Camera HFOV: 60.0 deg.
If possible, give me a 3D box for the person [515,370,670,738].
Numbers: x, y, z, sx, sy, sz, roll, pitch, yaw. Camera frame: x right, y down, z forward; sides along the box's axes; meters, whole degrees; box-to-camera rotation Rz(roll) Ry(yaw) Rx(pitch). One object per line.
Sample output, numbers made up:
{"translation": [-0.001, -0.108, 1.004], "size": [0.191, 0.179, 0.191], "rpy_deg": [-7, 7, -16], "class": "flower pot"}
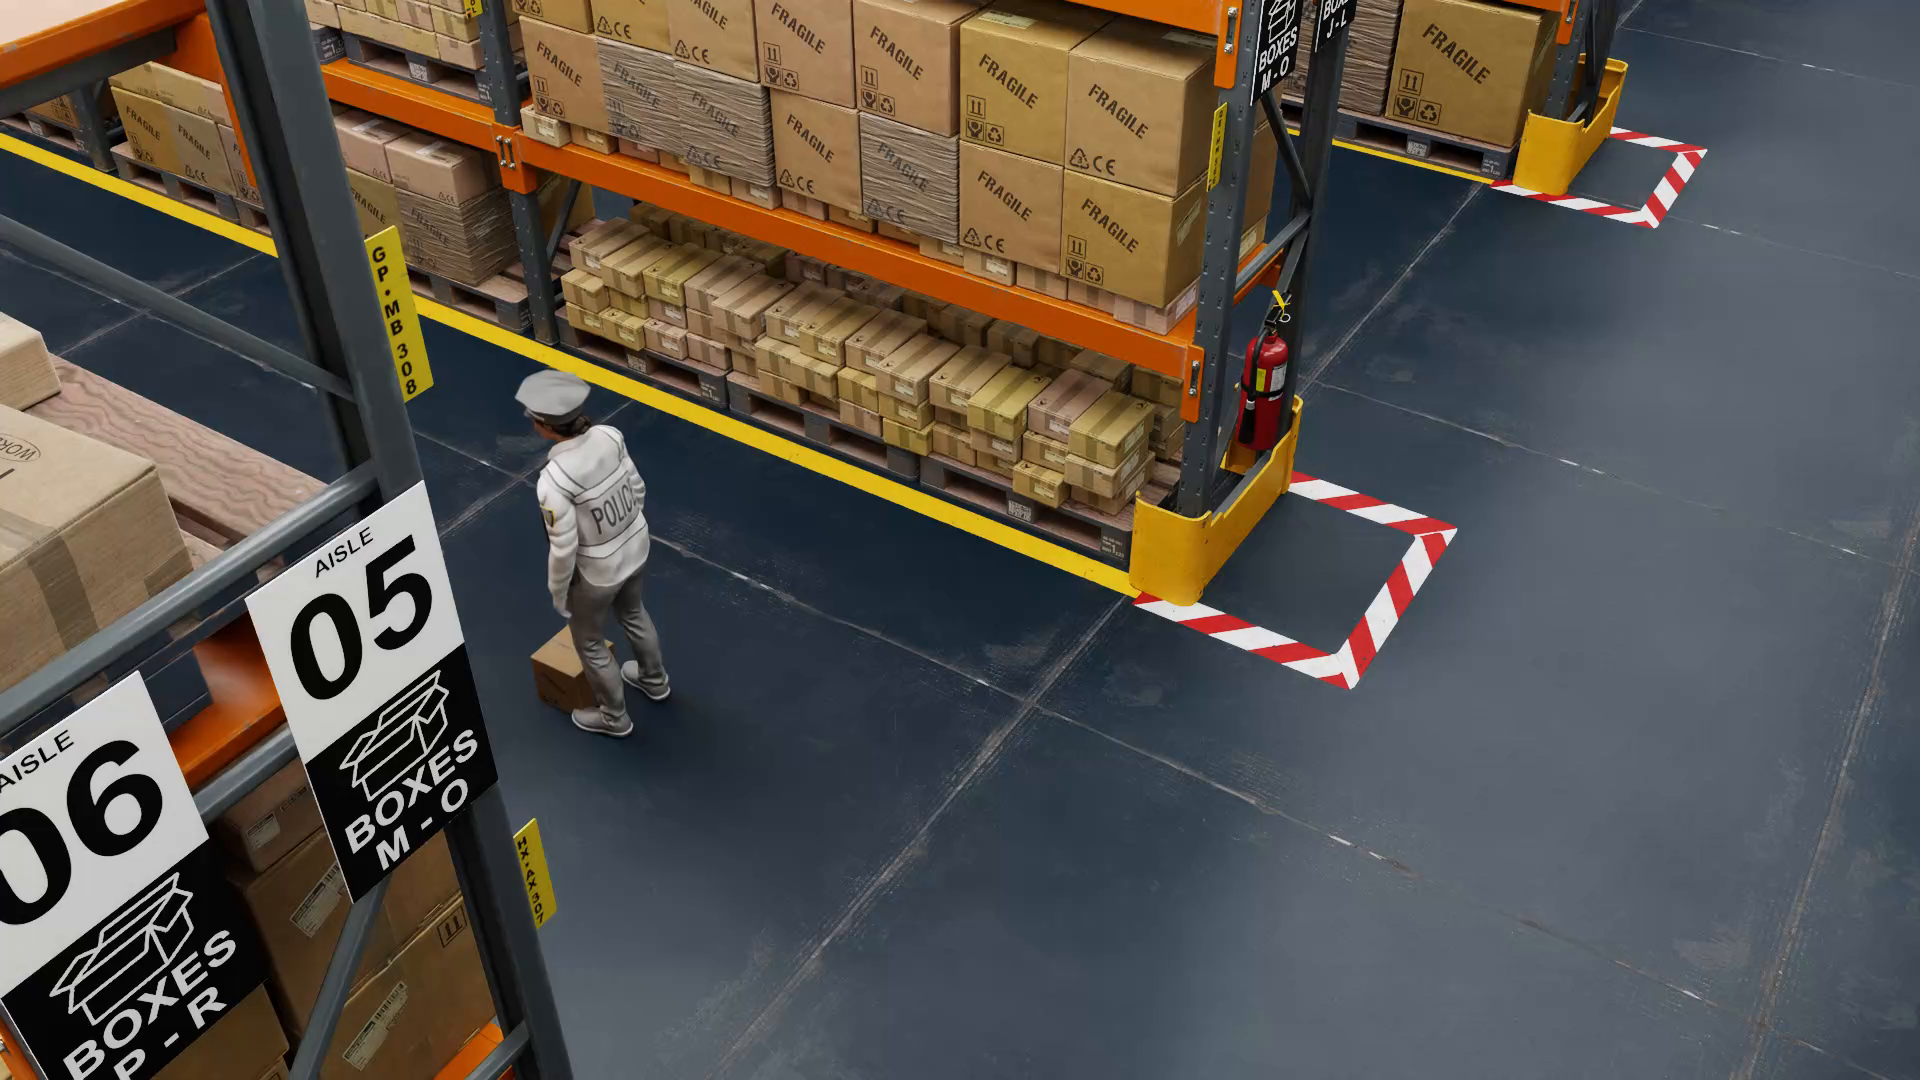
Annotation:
{"translation": [-1.430, 0.088, 6.568], "size": [0.375, 1.661, 0.527], "rpy_deg": [20, 43, 23], "class": "person"}
